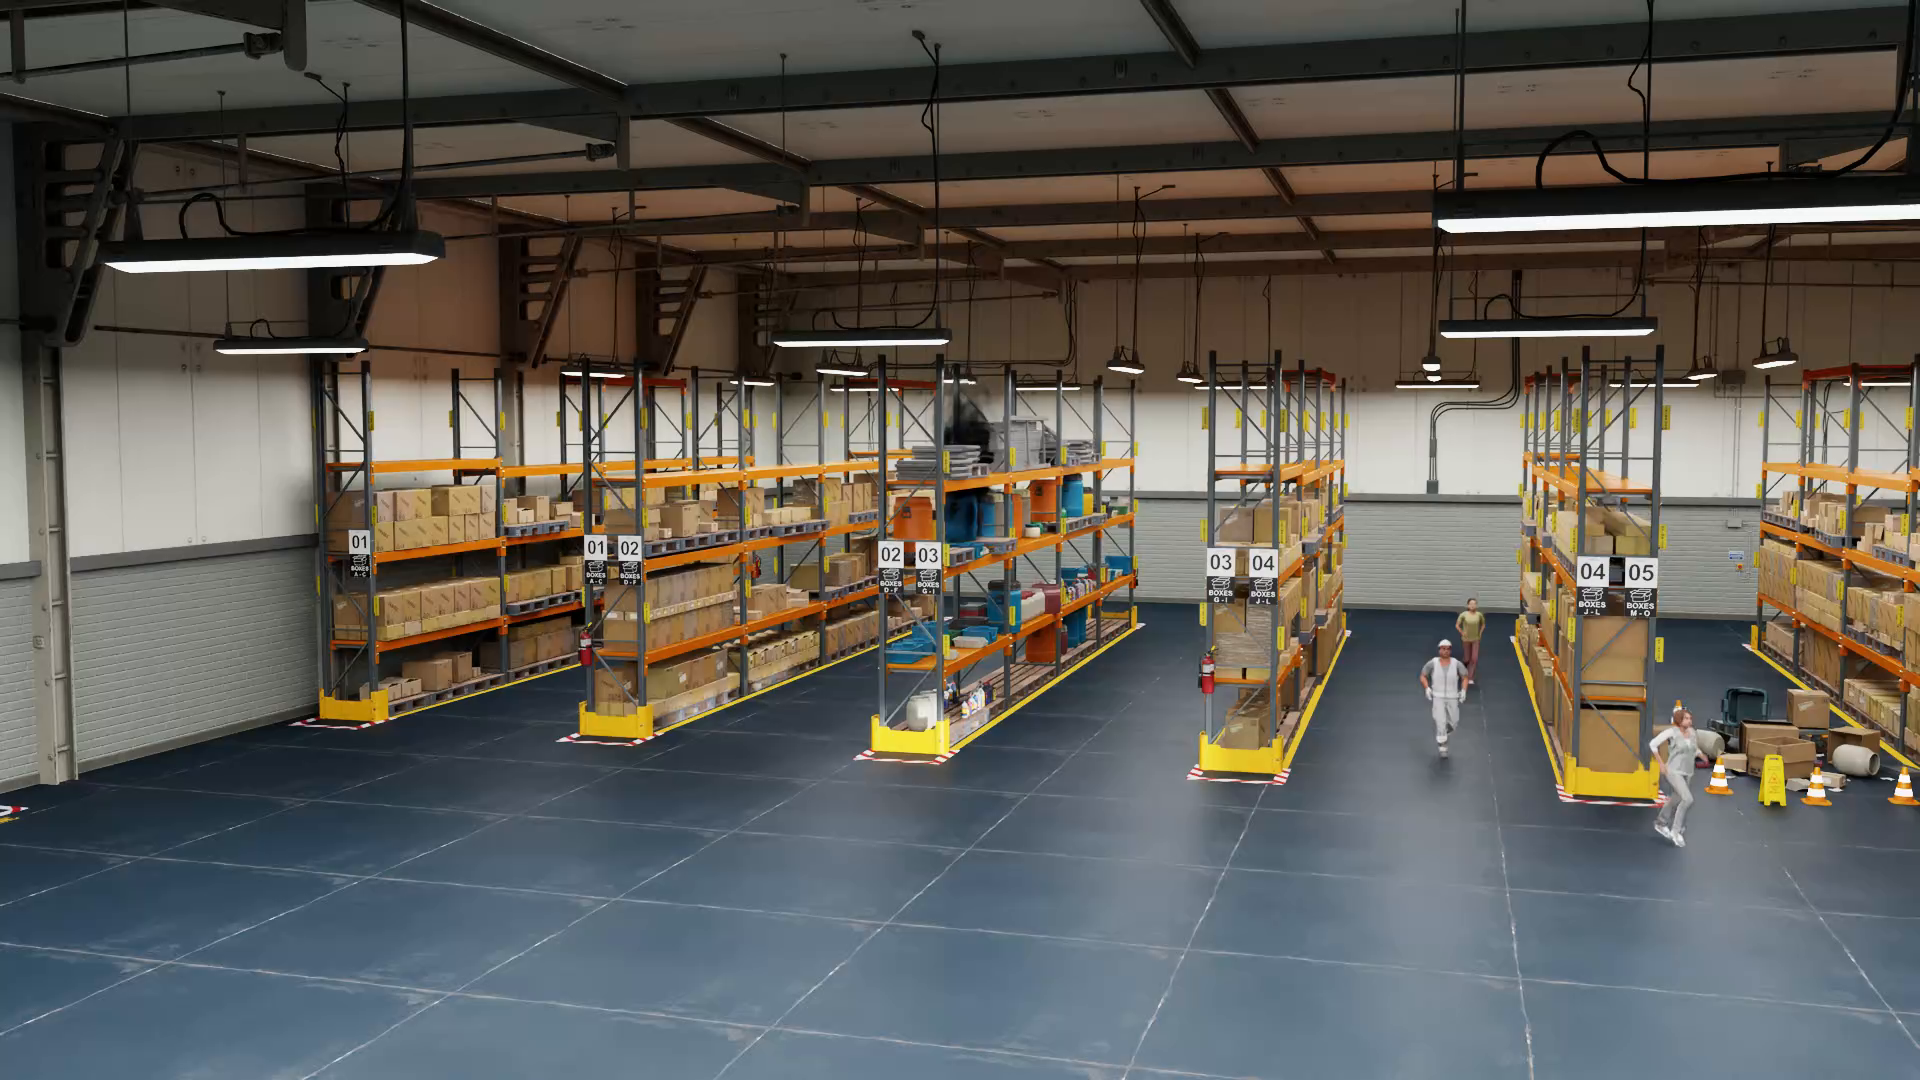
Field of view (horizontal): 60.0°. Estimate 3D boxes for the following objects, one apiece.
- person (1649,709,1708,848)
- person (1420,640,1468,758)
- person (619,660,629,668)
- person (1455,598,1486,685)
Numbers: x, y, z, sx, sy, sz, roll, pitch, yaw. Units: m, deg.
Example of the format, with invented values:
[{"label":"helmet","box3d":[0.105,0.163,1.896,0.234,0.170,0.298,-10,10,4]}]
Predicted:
[{"label":"person","box3d":[8.521,2.800,19.694,0.525,1.622,0.712,-2,5,-25]},{"label":"person","box3d":[7.232,2.352,24.857,0.698,1.747,0.724,1,4,9]},{"label":"person","box3d":[-5.971,2.073,29.858,0.517,1.608,0.639,1,4,12]},{"label":"person","box3d":[9.755,1.916,31.750,0.572,1.633,0.733,0,4,6]}]
